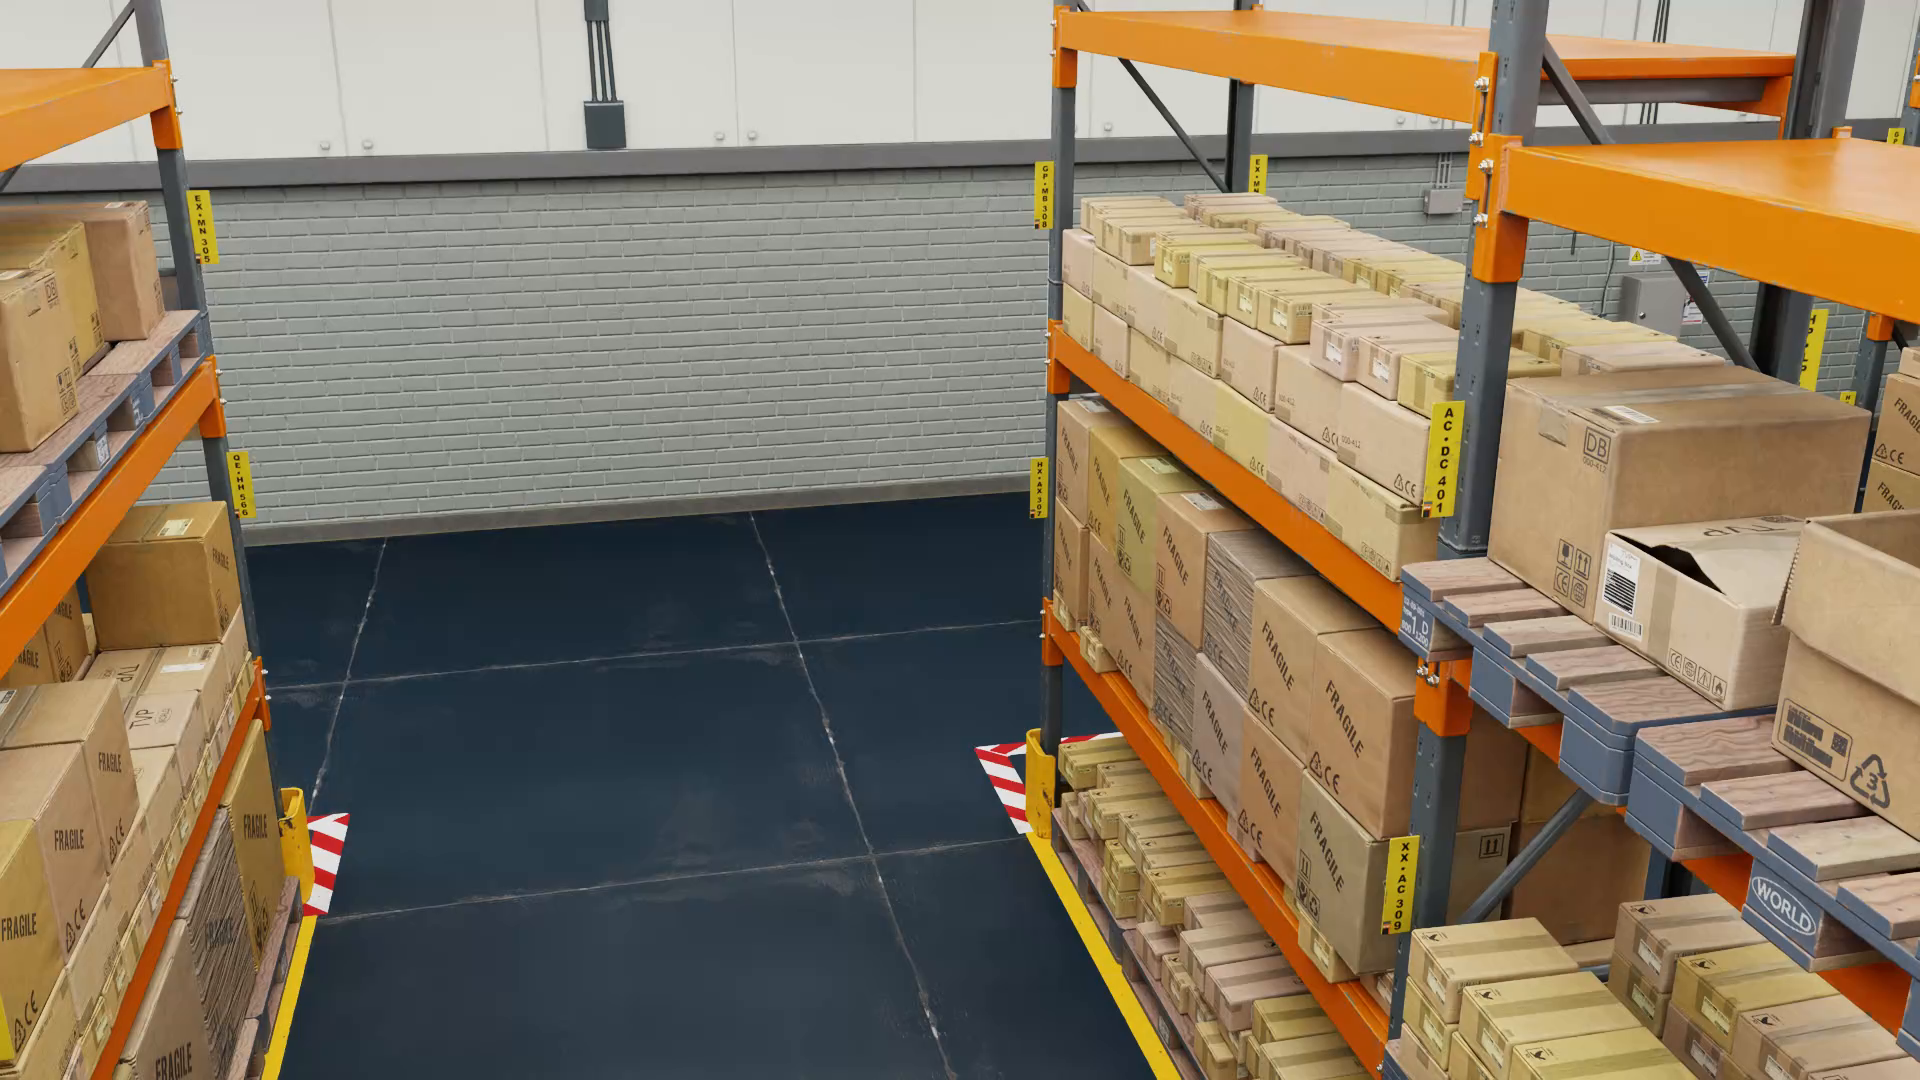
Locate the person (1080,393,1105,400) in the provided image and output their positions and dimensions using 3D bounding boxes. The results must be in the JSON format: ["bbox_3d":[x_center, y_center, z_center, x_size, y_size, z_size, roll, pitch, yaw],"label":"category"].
[{"bbox_3d":[0.868,-0.208,11.645,0.434,1.748,0.594,-5,20,-14],"label":"person"}]
